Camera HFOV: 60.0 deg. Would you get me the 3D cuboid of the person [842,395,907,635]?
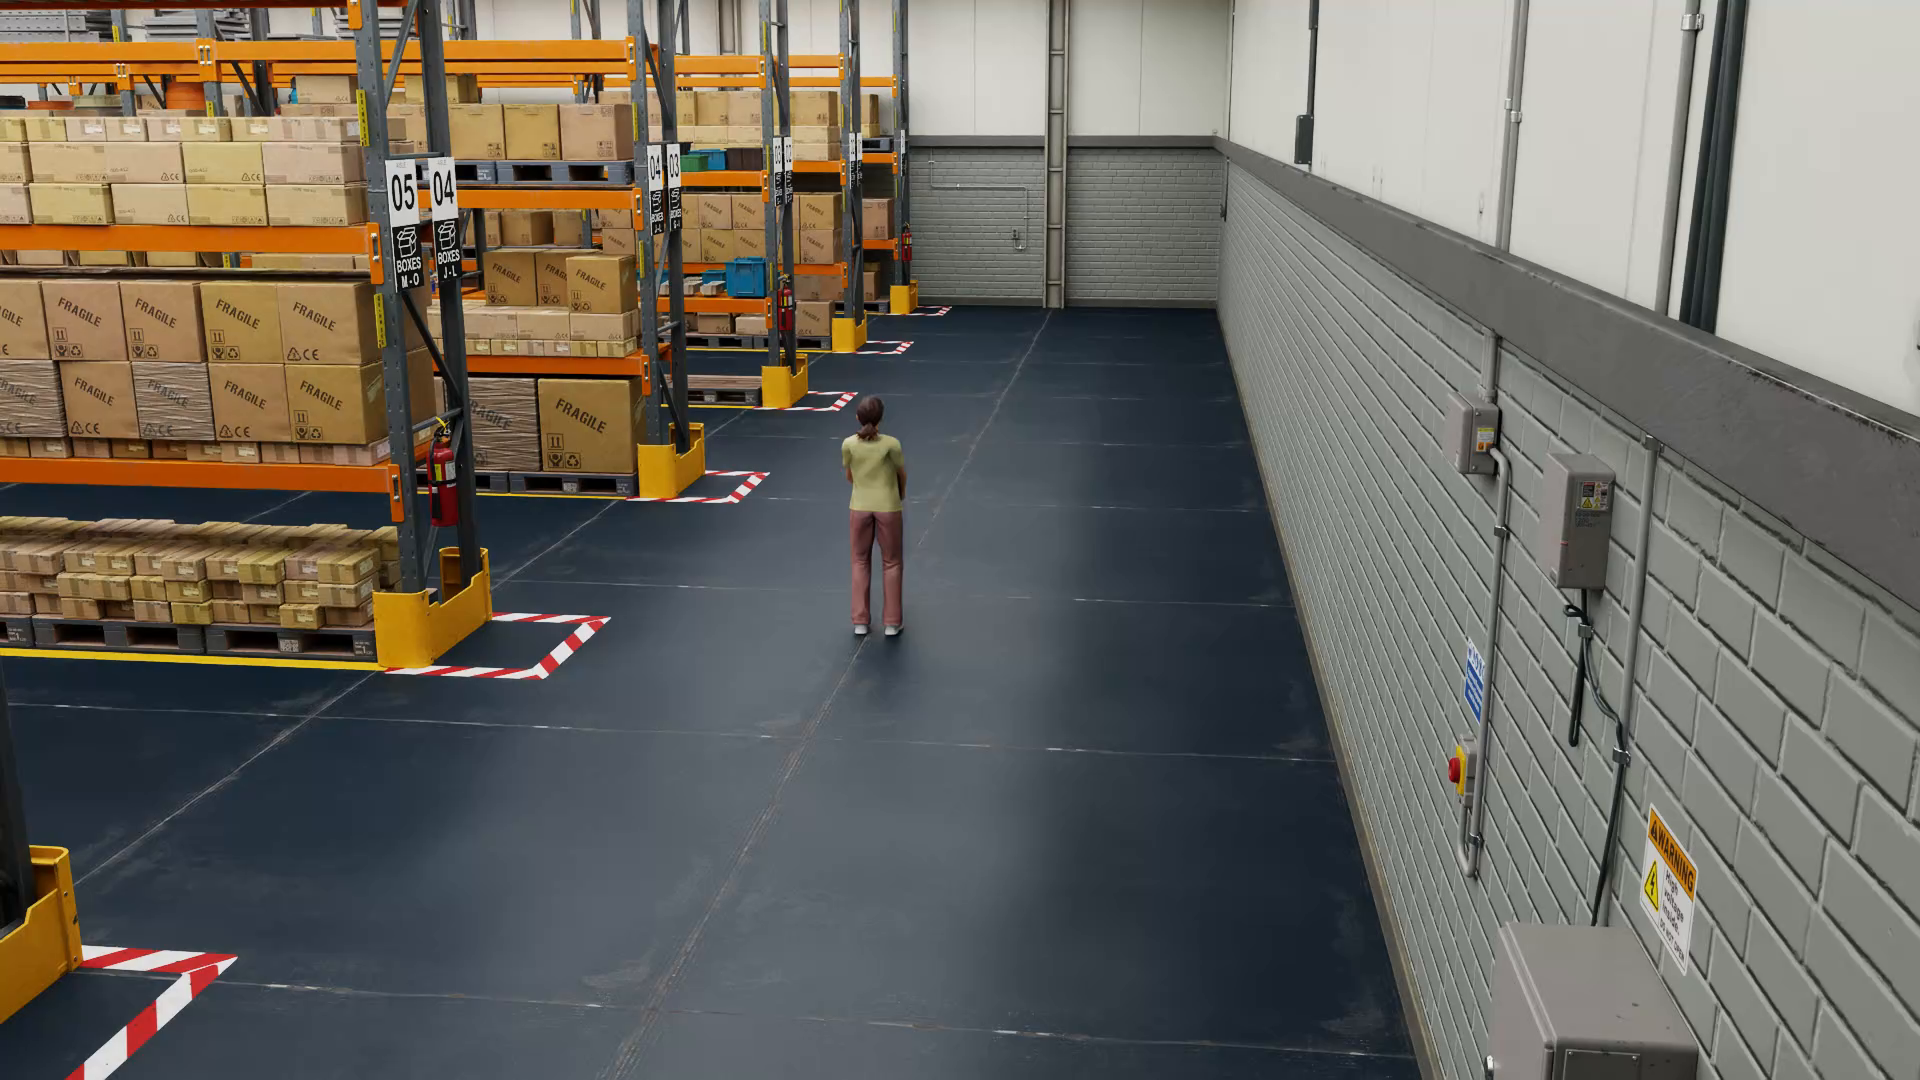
[{"bbox_3d":[-0.572,-0.190,11.364,0.427,1.662,0.559,2,14,7],"label":"person"}]
